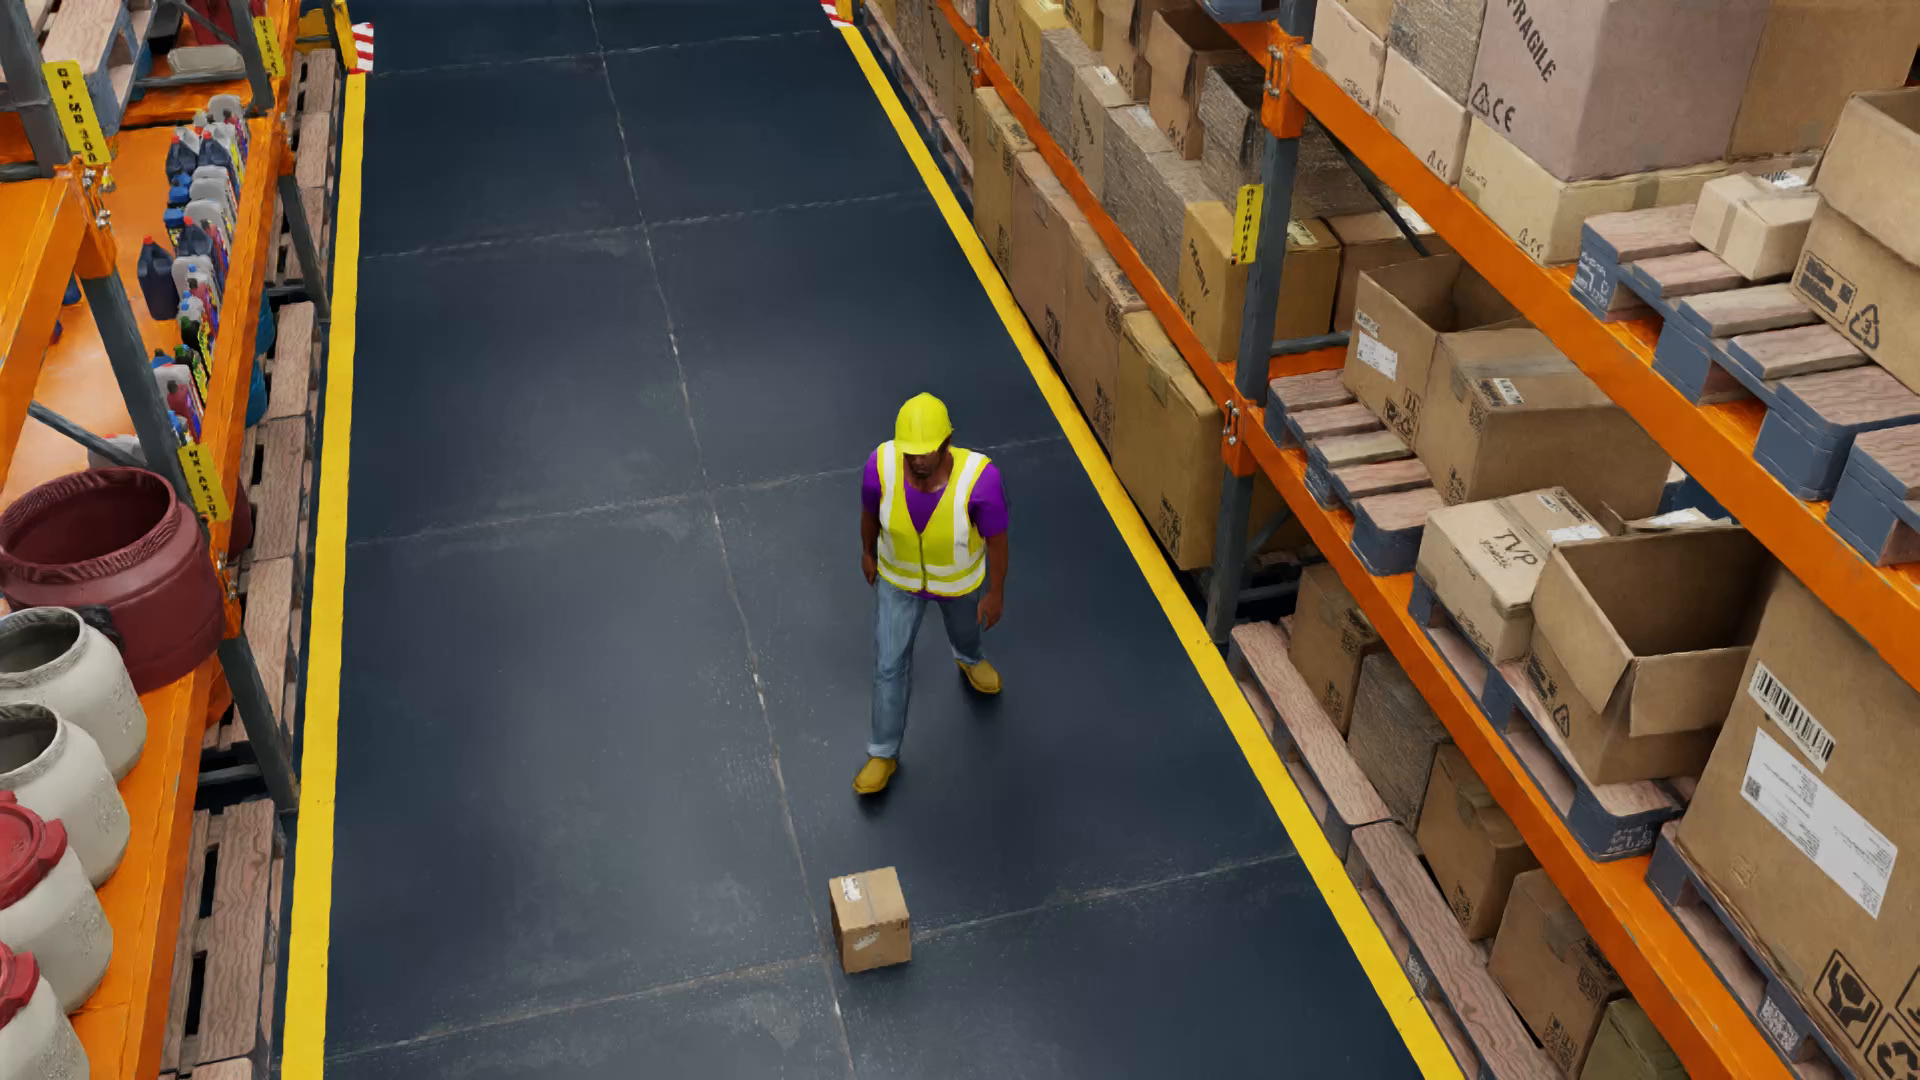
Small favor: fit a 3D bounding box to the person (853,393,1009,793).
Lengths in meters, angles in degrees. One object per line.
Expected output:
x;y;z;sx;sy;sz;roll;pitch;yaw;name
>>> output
-0.116;0.146;6.541;0.617;1.727;0.963;5;38;7;person
